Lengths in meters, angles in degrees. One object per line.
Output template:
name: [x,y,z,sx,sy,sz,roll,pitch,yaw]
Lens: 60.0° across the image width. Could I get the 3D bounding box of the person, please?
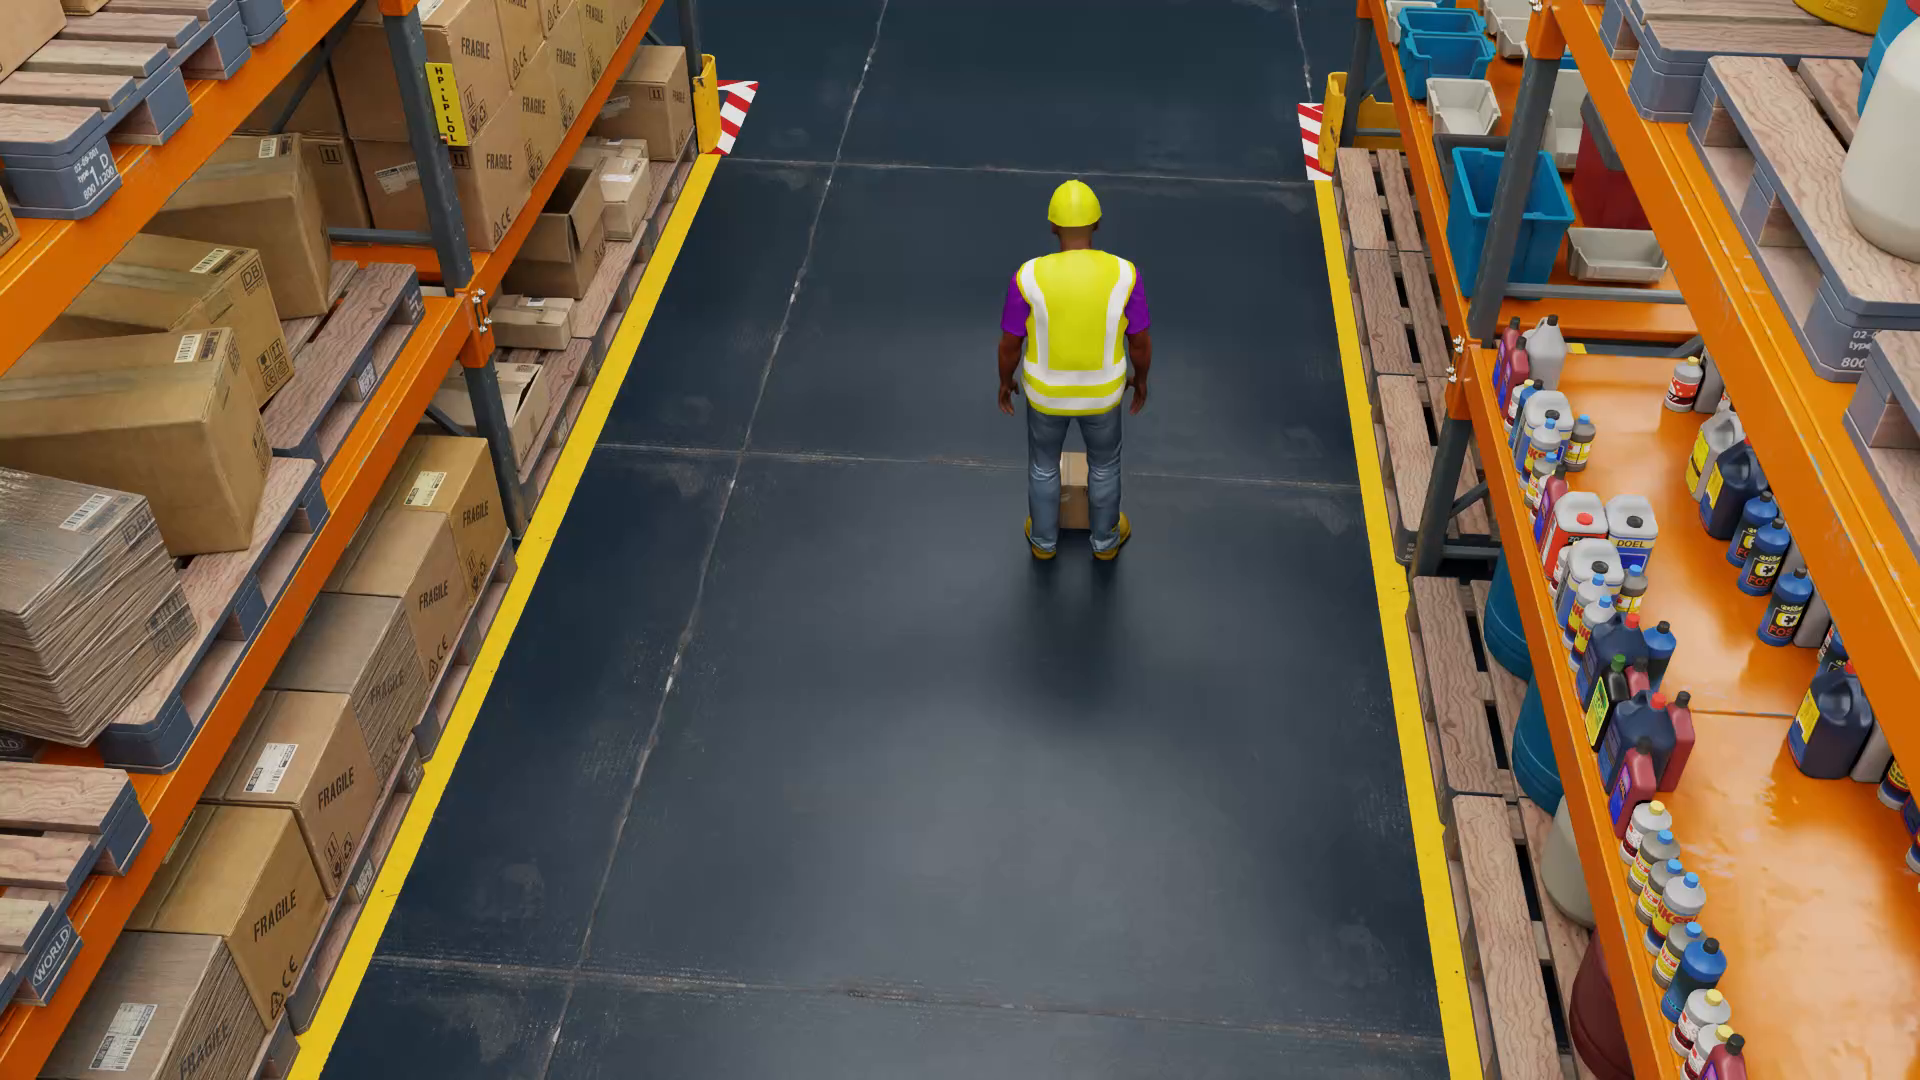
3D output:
person: [12.070,-5.044,6.537,23.700,9.002,6.029,1,40,1]
